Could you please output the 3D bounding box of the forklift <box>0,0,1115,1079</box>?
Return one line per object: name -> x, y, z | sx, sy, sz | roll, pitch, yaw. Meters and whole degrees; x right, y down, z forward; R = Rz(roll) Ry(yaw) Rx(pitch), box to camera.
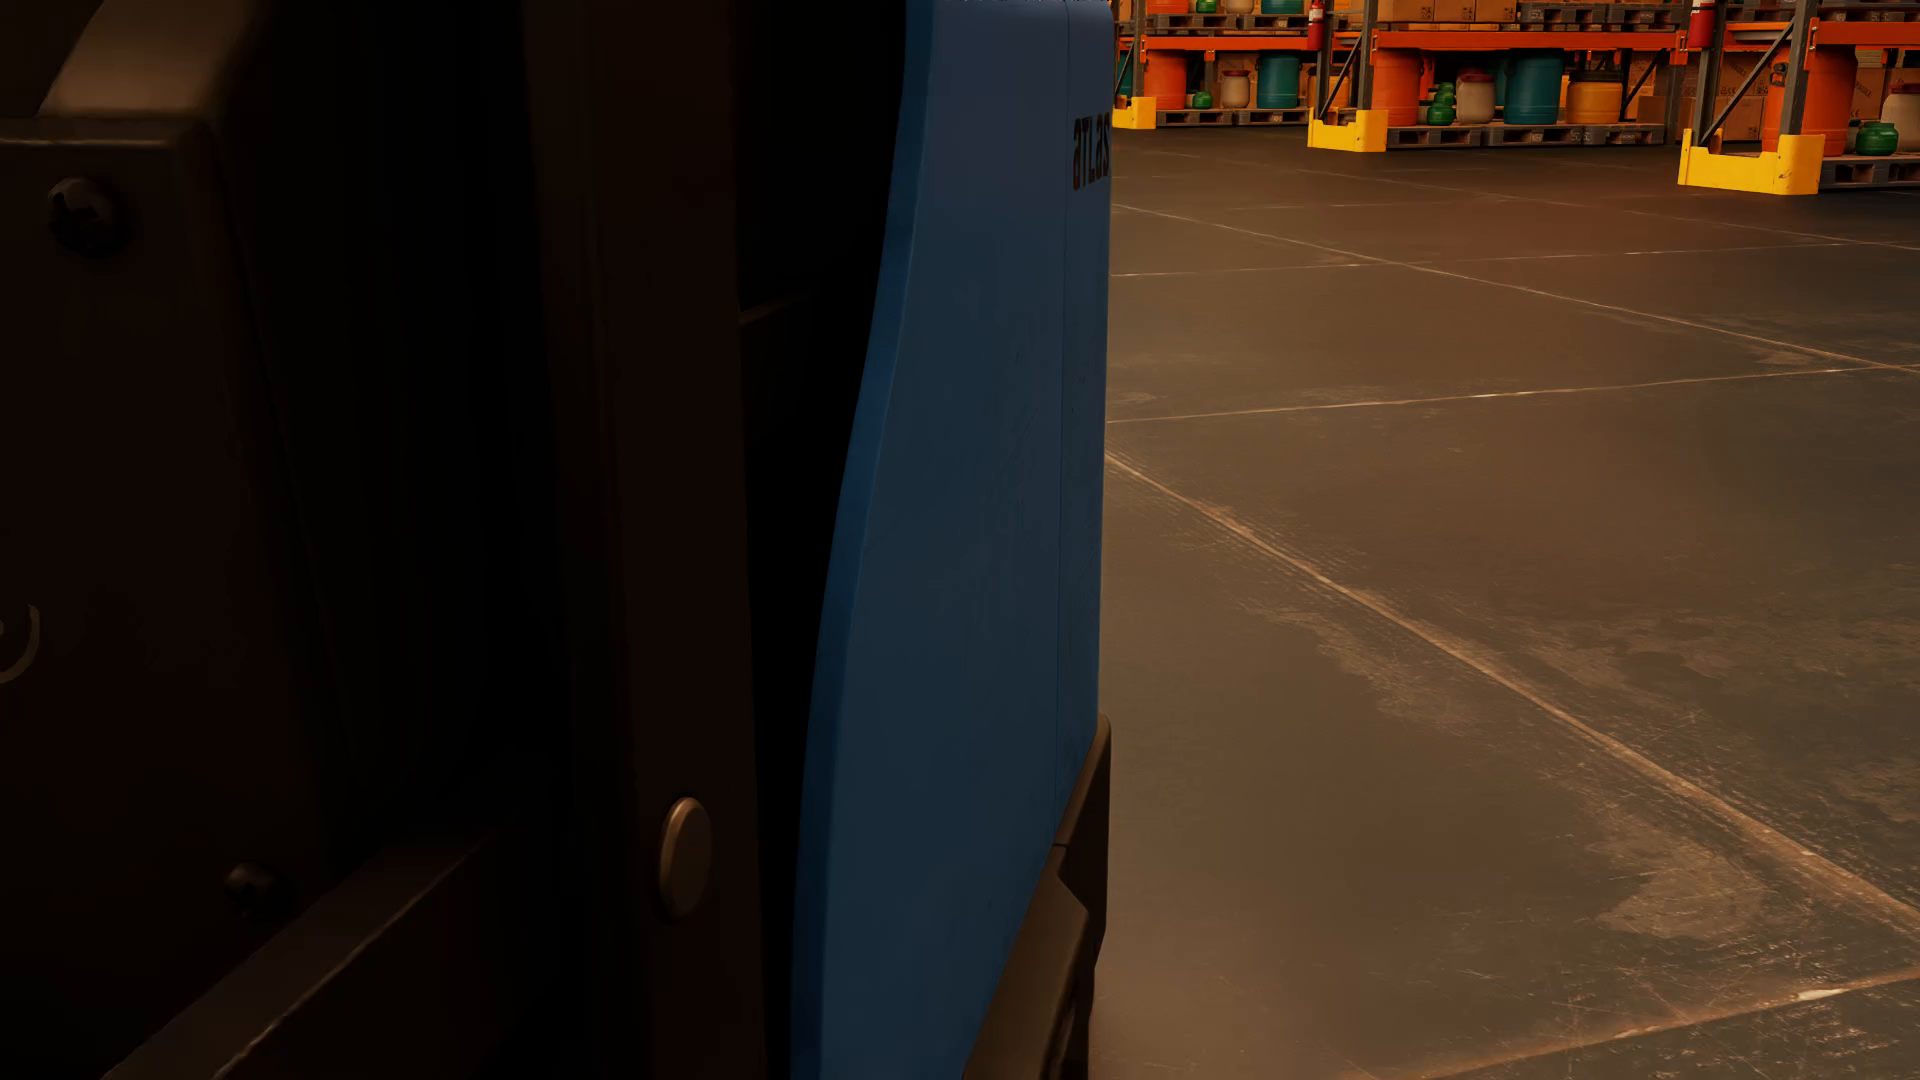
forklift -> -0.670, -0.554, 0.234 | 1.130, 2.935, 3.031 | 4, 17, 12
